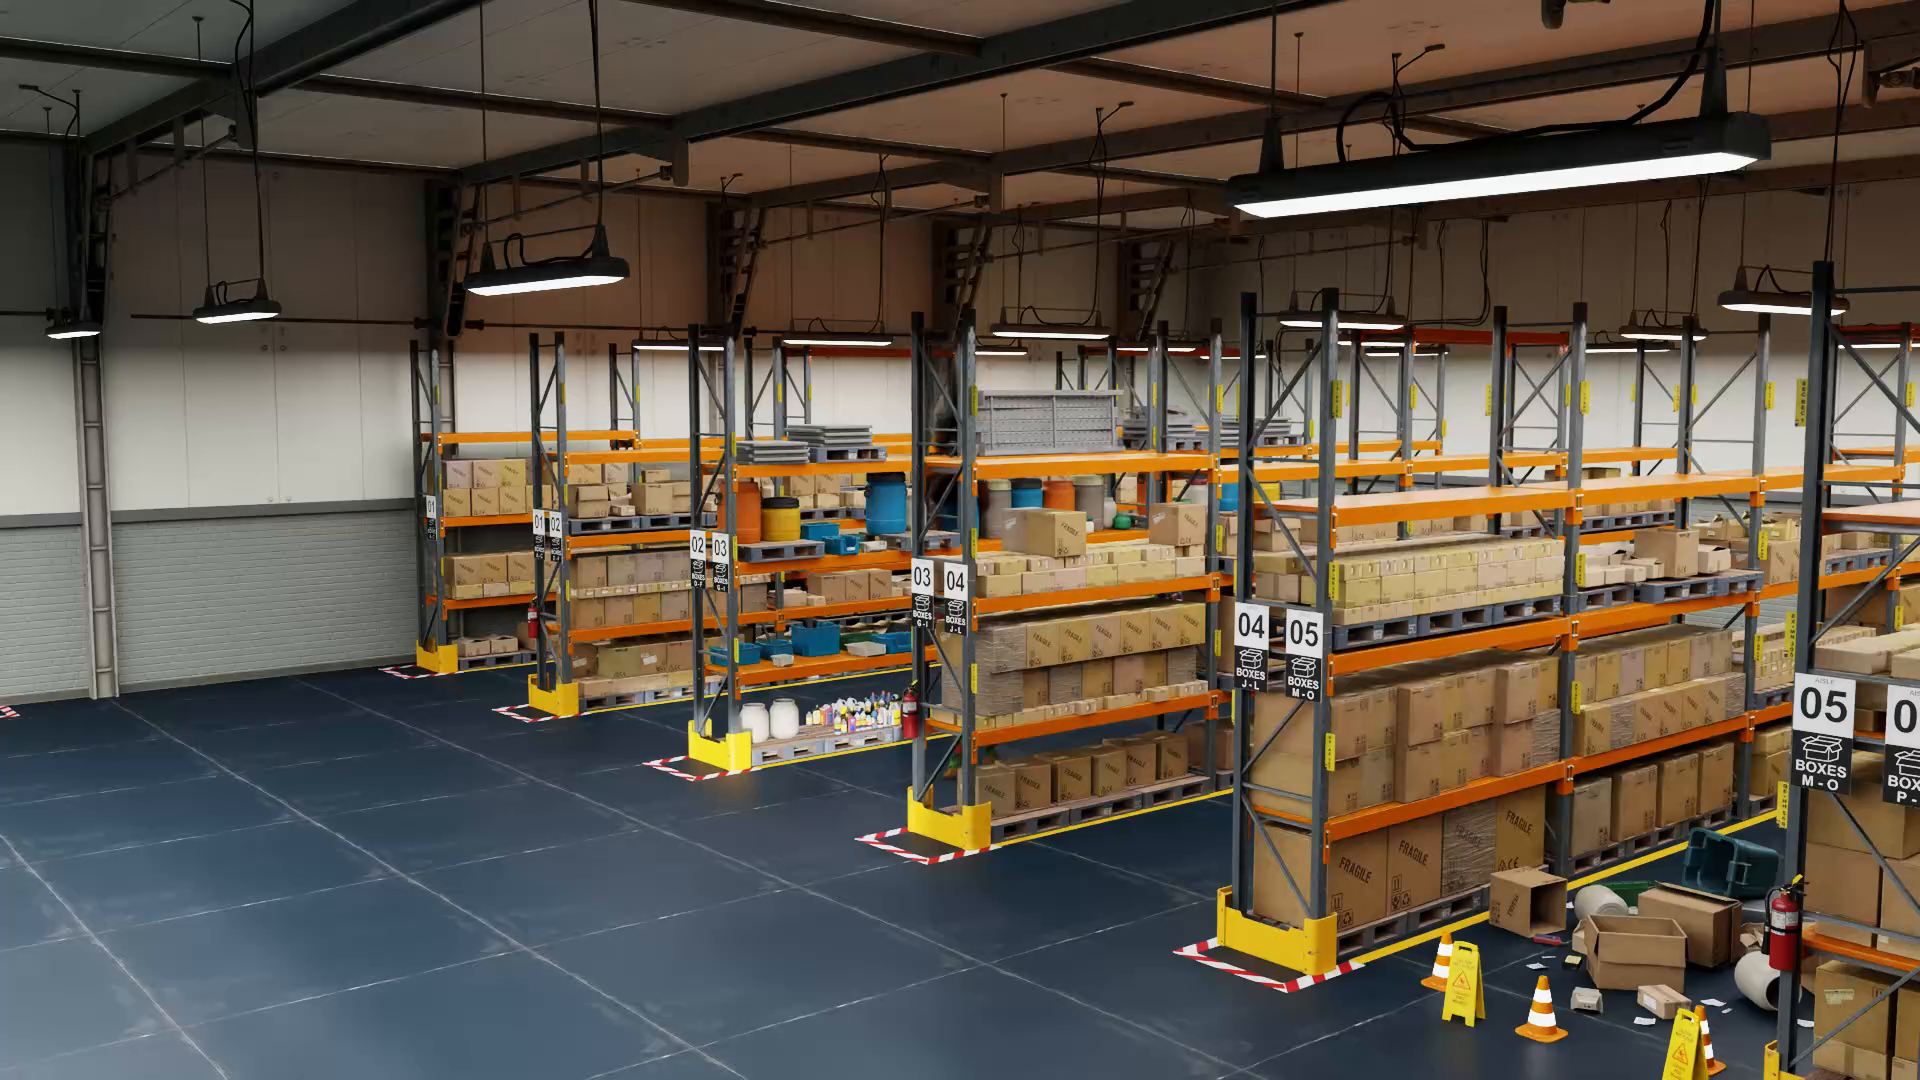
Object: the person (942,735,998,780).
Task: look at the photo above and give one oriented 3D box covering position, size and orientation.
[{"bbox_3d":[0.144,2.217,22.048,0.650,1.805,0.983,5,7,41],"label":"person"}]
